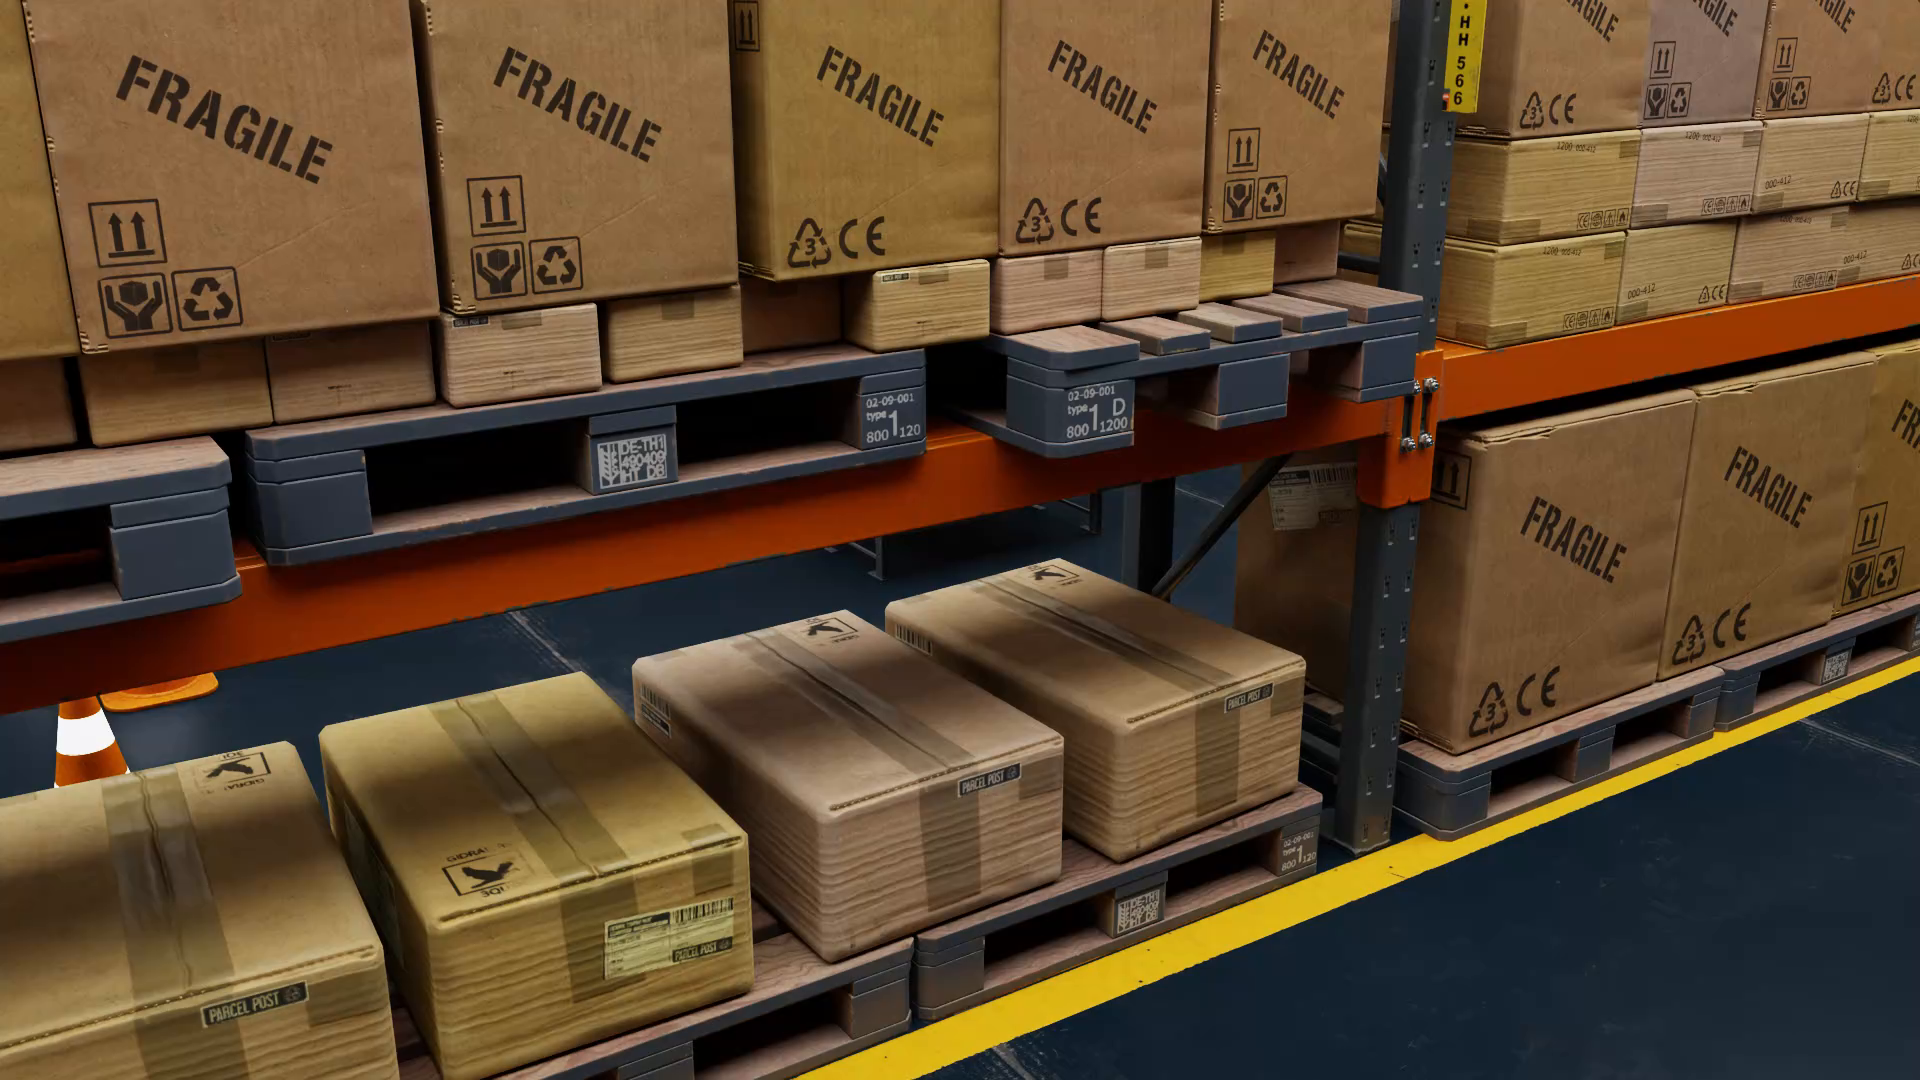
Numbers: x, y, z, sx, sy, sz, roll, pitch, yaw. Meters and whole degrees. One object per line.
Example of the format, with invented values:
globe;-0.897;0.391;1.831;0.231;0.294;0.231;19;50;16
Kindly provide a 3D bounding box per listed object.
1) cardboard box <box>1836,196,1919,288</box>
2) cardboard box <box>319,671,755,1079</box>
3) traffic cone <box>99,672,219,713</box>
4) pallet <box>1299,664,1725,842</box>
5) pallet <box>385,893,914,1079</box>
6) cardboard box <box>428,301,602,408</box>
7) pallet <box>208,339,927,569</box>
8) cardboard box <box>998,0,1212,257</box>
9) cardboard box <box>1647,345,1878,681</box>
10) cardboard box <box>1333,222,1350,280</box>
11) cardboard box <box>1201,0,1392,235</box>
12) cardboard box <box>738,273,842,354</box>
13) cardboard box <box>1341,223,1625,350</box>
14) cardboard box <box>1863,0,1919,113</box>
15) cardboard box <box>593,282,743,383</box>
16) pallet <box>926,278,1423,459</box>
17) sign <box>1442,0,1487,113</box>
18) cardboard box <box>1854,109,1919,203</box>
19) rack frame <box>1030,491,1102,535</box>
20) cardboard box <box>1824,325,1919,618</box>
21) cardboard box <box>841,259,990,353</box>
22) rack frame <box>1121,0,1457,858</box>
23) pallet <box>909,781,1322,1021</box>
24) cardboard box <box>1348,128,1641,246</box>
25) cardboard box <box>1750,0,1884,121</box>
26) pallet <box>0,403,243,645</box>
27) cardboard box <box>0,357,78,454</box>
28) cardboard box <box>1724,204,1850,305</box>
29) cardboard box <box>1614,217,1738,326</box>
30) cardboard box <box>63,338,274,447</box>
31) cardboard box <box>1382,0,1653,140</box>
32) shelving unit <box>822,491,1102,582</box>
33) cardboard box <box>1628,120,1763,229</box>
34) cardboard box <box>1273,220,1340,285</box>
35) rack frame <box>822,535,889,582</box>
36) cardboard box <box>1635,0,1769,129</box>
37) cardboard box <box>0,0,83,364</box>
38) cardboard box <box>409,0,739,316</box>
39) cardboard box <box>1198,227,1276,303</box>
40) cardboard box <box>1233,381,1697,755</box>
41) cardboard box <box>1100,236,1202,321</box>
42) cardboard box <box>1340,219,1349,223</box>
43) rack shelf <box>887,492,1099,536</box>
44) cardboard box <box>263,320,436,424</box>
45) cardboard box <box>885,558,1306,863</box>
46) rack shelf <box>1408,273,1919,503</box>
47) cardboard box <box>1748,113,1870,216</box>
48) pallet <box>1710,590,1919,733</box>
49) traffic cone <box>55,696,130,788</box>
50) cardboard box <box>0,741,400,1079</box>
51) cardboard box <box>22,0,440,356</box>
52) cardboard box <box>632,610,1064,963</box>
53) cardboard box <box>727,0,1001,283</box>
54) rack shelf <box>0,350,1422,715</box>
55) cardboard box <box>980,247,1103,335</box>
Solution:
cardboard box;2.621;-0.963;5.143;0.500;0.250;0.500;-12;22;-31
cardboard box;-0.922;0.666;3.539;0.625;0.372;0.950;-11;22;-30
traffic cone;-2.579;0.254;5.271;0.334;0.463;0.336;-12;22;-31
pallet;1.503;0.461;5.051;1.213;0.211;1.003;-12;22;-31
pallet;-0.868;0.931;3.662;1.213;0.211;1.003;-12;22;-31
cardboard box;-0.798;-0.351;2.837;0.250;0.149;0.380;-11;22;-29
pallet;-0.827;-0.291;3.220;1.213;0.211;1.003;-12;22;-31
cardboard box;0.151;-0.880;3.387;0.500;0.500;0.500;-12;22;-32
cardboard box;2.173;-0.189;5.282;0.875;0.875;0.875;-12;22;-31
cardboard box;1.083;-0.829;4.746;0.500;0.250;0.500;-13;23;-33
cardboard box;0.577;-0.974;3.665;0.500;0.500;0.500;-13;22;-33
cardboard box;-0.427;-0.472;3.195;0.250;0.149;0.380;-12;22;-31
cardboard box;1.351;-0.689;4.333;0.500;0.250;0.500;-12;22;-32
cardboard box;2.623;-1.548;4.924;0.500;0.500;0.500;-12;22;-31
cardboard box;-0.591;-0.406;2.999;0.250;0.149;0.380;-13;22;-33
pallet;0.267;-0.496;3.828;1.003;0.211;1.213;-12;22;-31
sign;1.110;-1.109;3.656;0.005;0.325;0.100;-12;22;-31
cardboard box;2.649;-1.191;5.038;0.500;0.250;0.500;-11;22;-30
rack frame;0.430;-0.624;6.833;0.032;1.125;0.500;-12;22;-31
cardboard box;2.920;-0.346;5.747;0.875;0.875;0.875;-11;22;-30
cardboard box;-0.148;-0.483;3.226;0.250;0.149;0.380;-11;22;-30
rack frame;0.803;-0.741;4.253;0.127;3.000;1.000;-12;22;-31
pallet;0.150;0.717;4.294;1.213;0.211;1.003;-12;22;-31
cardboard box;1.362;-0.930;4.266;0.500;0.250;0.500;-12;22;-32
cardboard box;2.199;-1.460;4.664;0.500;0.500;0.500;-11;22;-30
pallet;-1.819;-0.041;2.483;1.213;0.211;1.003;-12;22;-31
cardboard box;-1.494;-0.241;2.511;0.250;0.149;0.380;-10;21;-28
cardboard box;2.211;-0.875;4.883;0.500;0.250;0.500;-11;22;-30
cardboard box;1.770;-0.784;4.615;0.500;0.250;0.500;-13;22;-33
cardboard box;-1.256;-0.275;2.612;0.250;0.149;0.380;-12;22;-31
cardboard box;1.350;-1.284;4.140;0.500;0.500;0.500;-13;22;-33
shelving unit;0.006;-0.534;6.568;1.048;1.125;0.538;-12;22;-31
cardboard box;1.795;-1.021;4.534;0.500;0.250;0.500;-11;22;-30
cardboard box;0.659;-0.700;3.869;0.250;0.149;0.380;-11;22;-29
rack frame;-0.419;-0.445;6.303;0.032;1.125;0.500;-12;22;-31
cardboard box;1.759;-1.373;4.407;0.500;0.500;0.500;-12;22;-31
cardboard box;-1.570;-0.518;2.317;0.500;0.500;0.500;-12;22;-31
cardboard box;-0.726;-0.695;2.840;0.500;0.500;0.500;-13;23;-34
cardboard box;0.475;-0.634;3.672;0.250;0.149;0.380;-12;22;-31
cardboard box;1.426;-0.033;4.820;0.875;0.875;0.875;-12;22;-32
cardboard box;0.289;-0.577;3.506;0.250;0.149;0.380;-12;22;-32
cardboard box;1.068;-1.060;4.650;0.500;0.250;0.500;-12;22;-32
rack shelf;0.006;-0.302;6.646;1.000;0.278;0.538;-12;22;-31
cardboard box;-1.049;-0.318;2.740;0.250;0.149;0.380;-12;22;-31
cardboard box;0.326;0.402;4.320;0.625;0.372;0.950;-14;23;-35
rack shelf;2.474;-0.753;5.410;4.000;0.370;1.077;-12;22;-31
cardboard box;2.218;-1.105;4.784;0.500;0.250;0.500;-12;22;-32
pallet;2.521;0.248;5.683;1.213;0.211;1.003;-12;22;-31
traffic cone;-2.272;0.572;4.329;0.334;0.463;0.336;-12;22;-31
cardboard box;-1.502;0.789;3.175;0.625;0.372;0.950;-10;21;-28
cardboard box;-1.150;-0.601;2.564;0.500;0.500;0.500;-12;22;-32
cardboard box;-0.286;0.534;3.929;0.625;0.372;0.950;-12;22;-32
cardboard box;-0.270;-0.791;3.123;0.500;0.500;0.500;-14;23;-35
rack shelf;-0.867;-0.048;3.326;4.000;0.370;1.077;-12;22;-31
cardboard box;0.075;-0.535;3.381;0.250;0.149;0.380;-13;23;-34
